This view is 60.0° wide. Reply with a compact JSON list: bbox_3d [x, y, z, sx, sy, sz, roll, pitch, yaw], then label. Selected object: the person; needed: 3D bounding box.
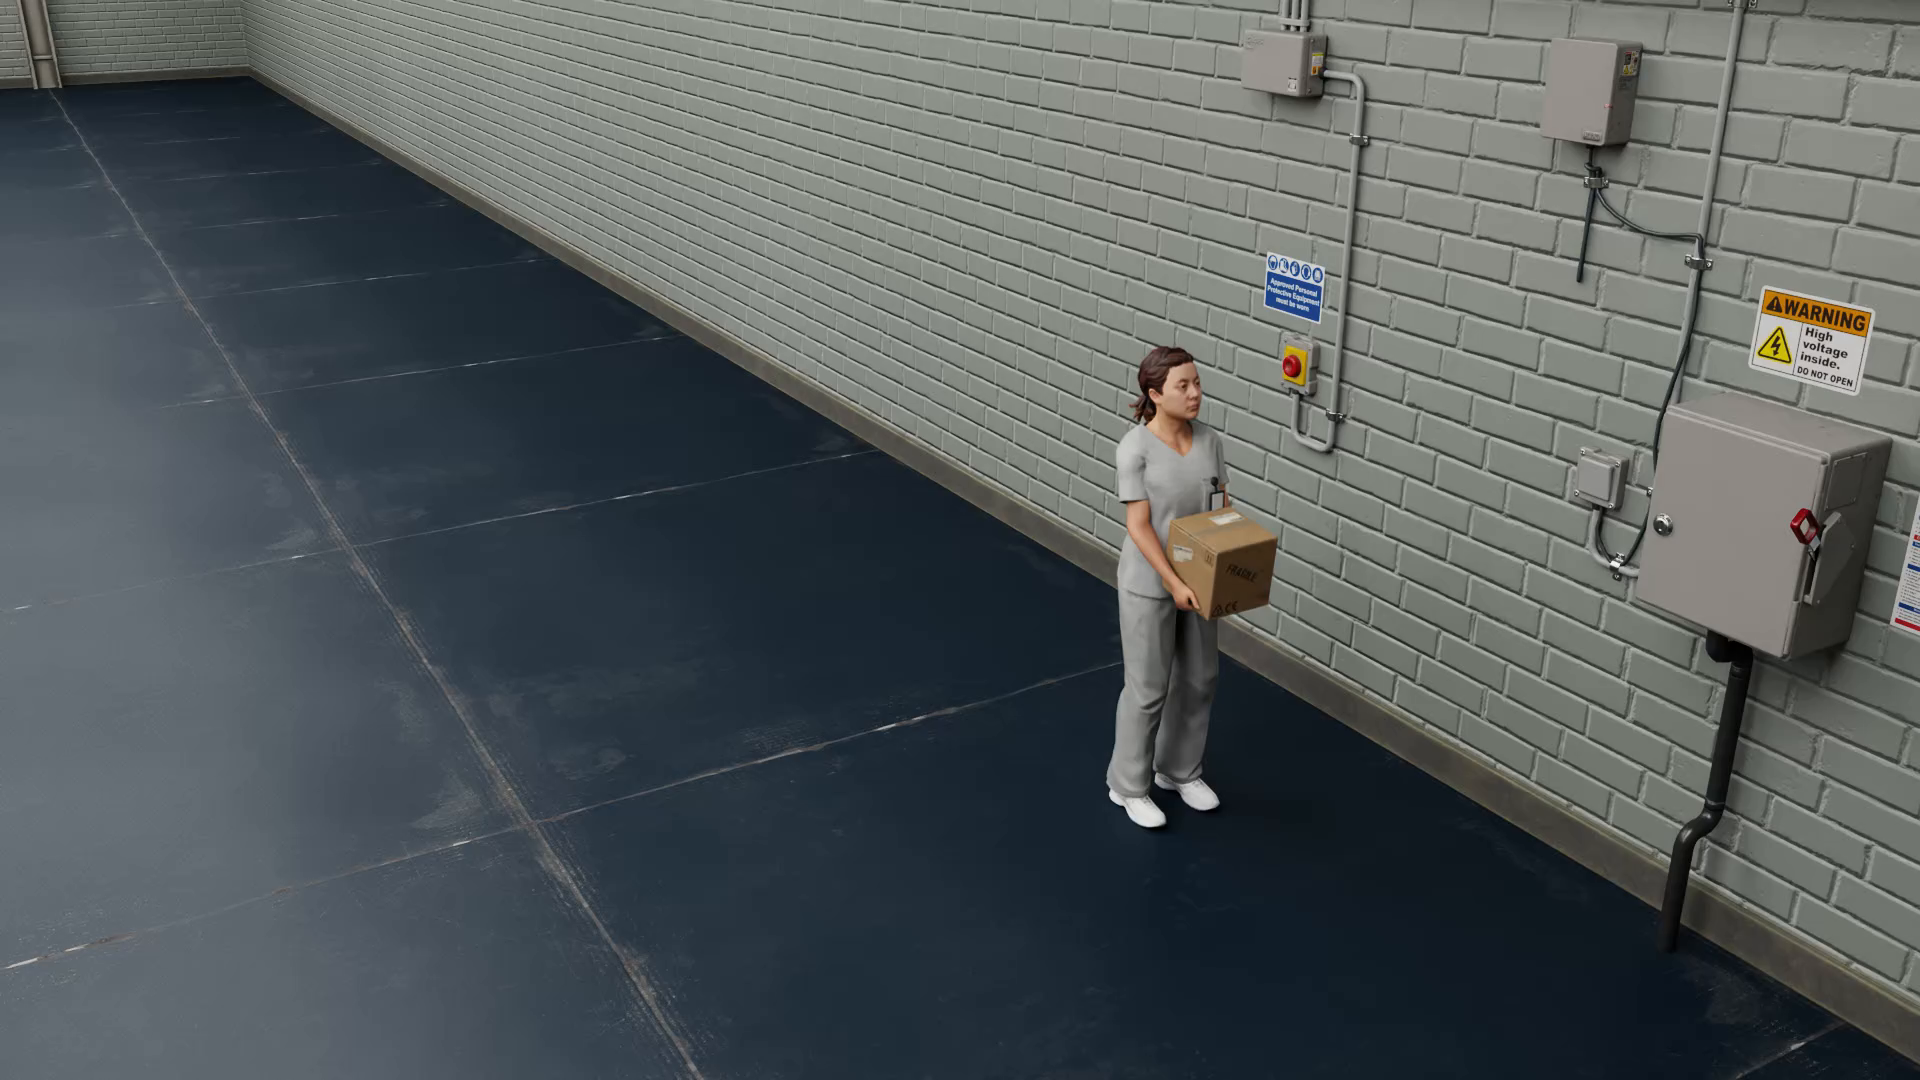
[{"bbox_3d":[0.749,0.182,5.651,0.438,1.662,0.552,-12,25,-28],"label":"person"}]
